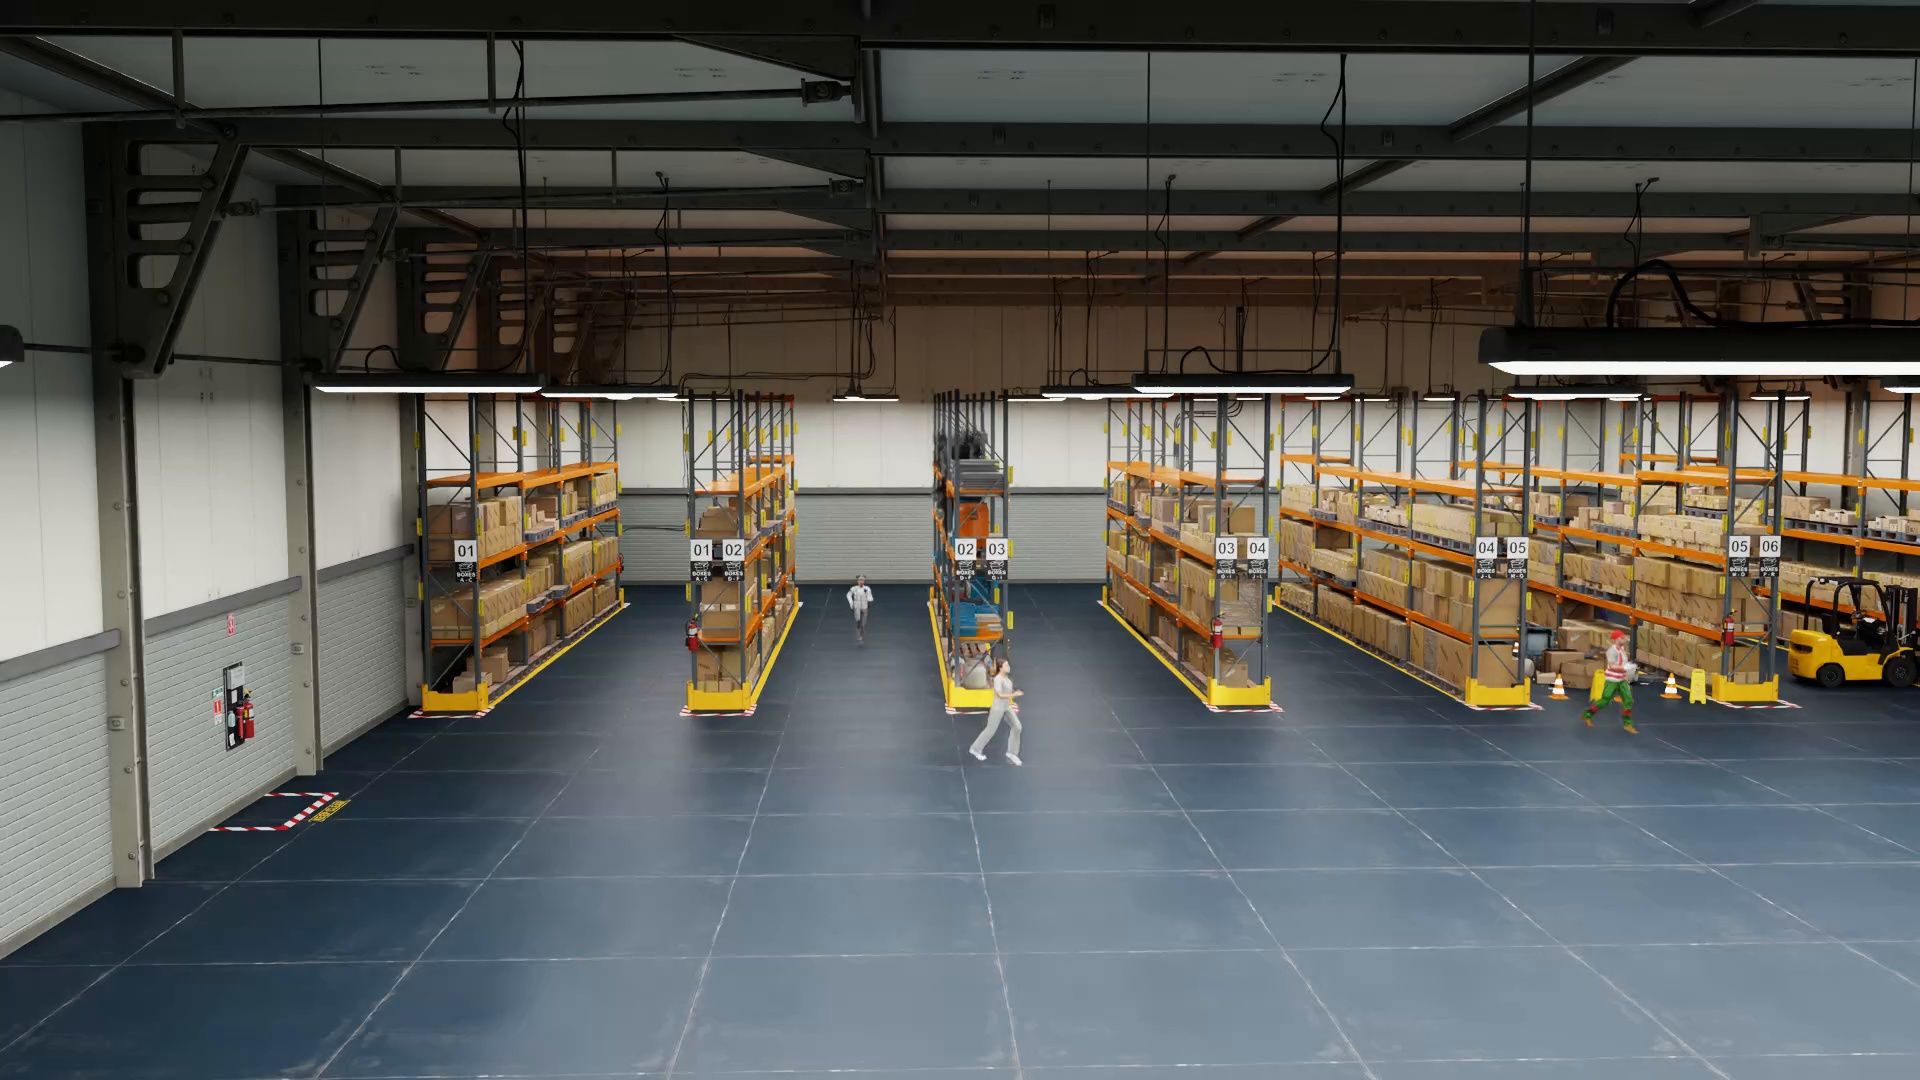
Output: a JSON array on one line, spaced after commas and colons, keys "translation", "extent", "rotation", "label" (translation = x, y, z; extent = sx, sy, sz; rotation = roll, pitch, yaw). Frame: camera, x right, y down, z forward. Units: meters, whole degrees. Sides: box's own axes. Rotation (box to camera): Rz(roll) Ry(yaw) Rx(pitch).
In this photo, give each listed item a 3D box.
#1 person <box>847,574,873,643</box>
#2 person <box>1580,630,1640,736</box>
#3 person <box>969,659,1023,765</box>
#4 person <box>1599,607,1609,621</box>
[{"translation": [-2.346, 1.635, 39.324], "extent": [0.595, 1.663, 0.757], "rotation": [-1, 5, -10], "label": "person"}, {"translation": [11.371, 2.461, 28.992], "extent": [0.973, 1.817, 0.672], "rotation": [4, 6, 43], "label": "person"}, {"translation": [0.607, 2.731, 26.533], "extent": [0.890, 1.704, 0.573], "rotation": [2, 5, 24], "label": "person"}, {"translation": [16.479, 1.491, 42.584], "extent": [0.626, 1.605, 0.823], "rotation": [0, 5, 1], "label": "person"}]
